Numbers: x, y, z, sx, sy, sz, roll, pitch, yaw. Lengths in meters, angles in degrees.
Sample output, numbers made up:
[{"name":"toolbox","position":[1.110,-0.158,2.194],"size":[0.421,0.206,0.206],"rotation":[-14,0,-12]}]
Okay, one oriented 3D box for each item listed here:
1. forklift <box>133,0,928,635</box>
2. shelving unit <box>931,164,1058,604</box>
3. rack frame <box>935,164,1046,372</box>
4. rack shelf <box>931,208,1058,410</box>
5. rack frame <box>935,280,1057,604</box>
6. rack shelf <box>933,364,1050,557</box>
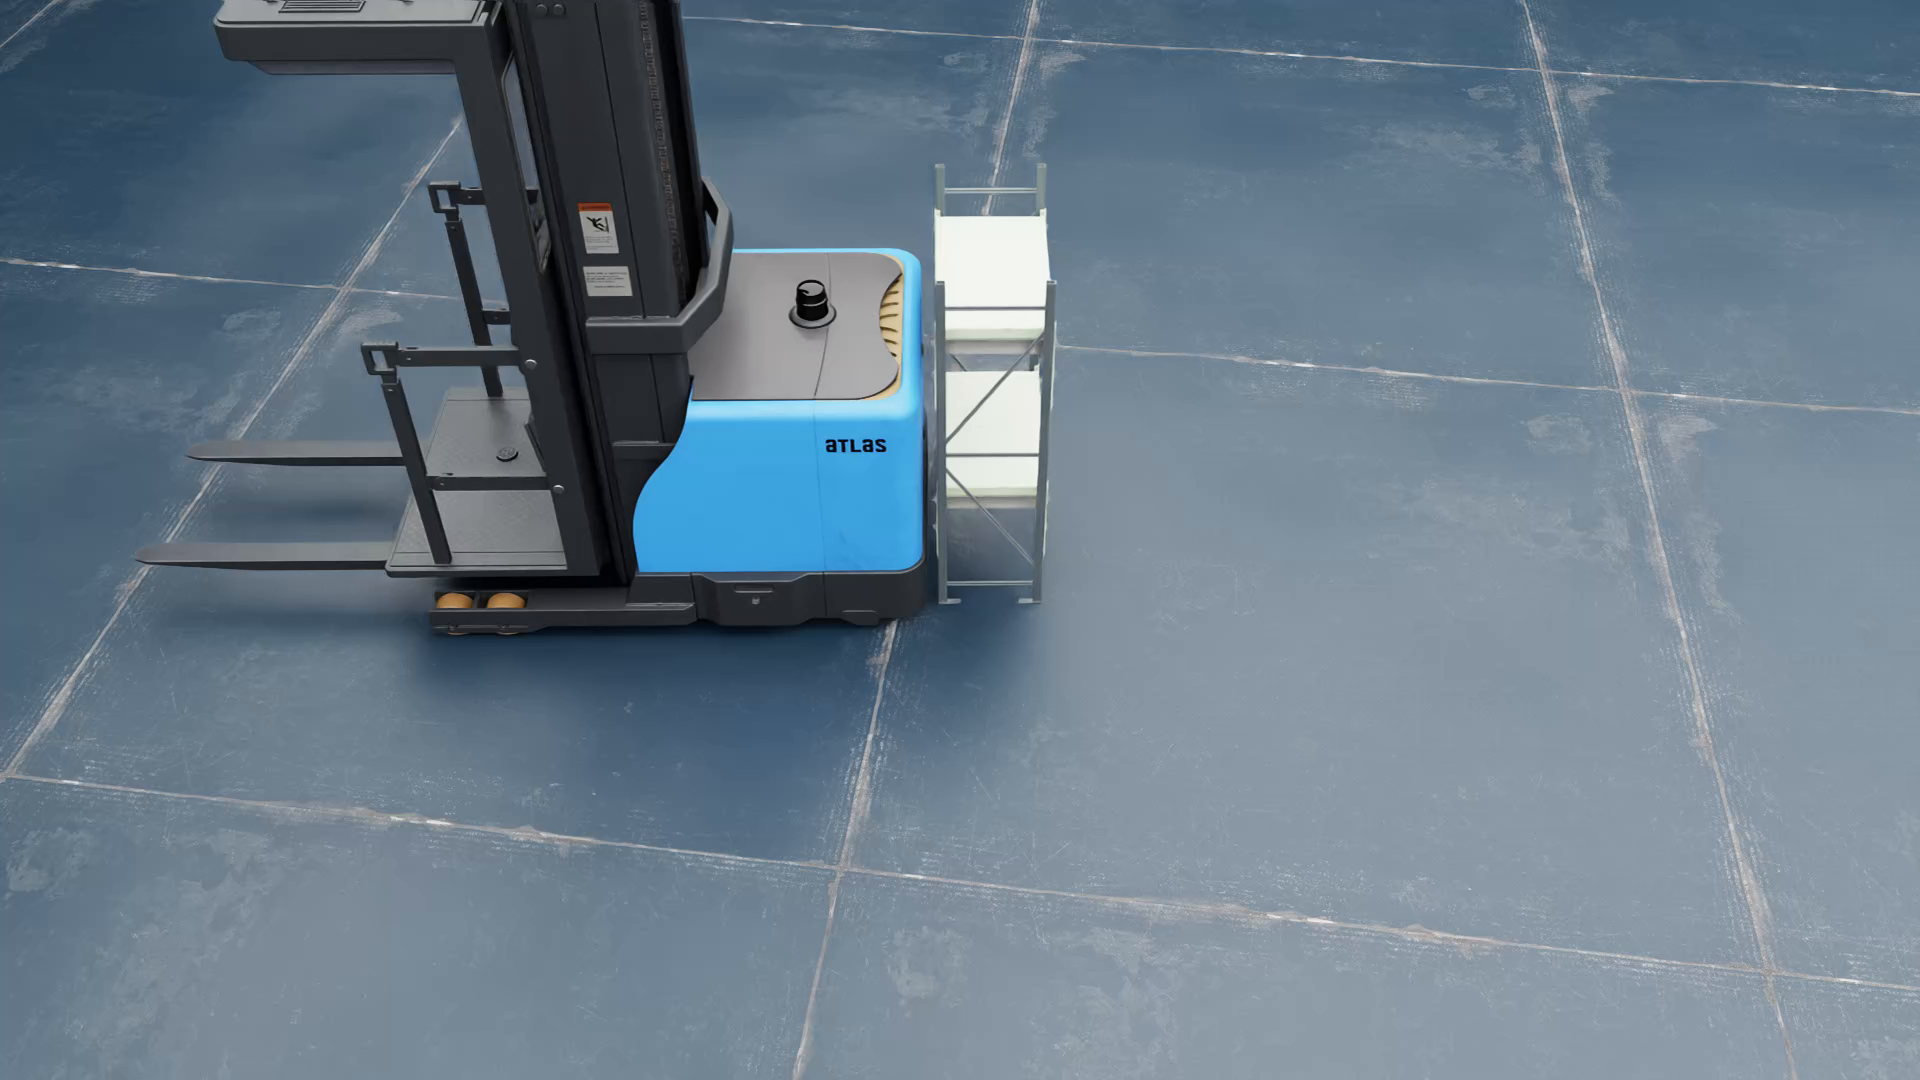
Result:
[{"name":"forklift","position":[-1.647,-1.067,5.746],"size":[3.031,2.935,1.130],"rotation":[0,43,0]},{"name":"shelving unit","position":[0.114,-0.554,6.244],"size":[0.431,1.500,0.755],"rotation":[0,43,0]},{"name":"rack frame","position":[0.111,-0.806,6.510],"size":[0.400,1.500,0.023],"rotation":[0,43,0]},{"name":"rack shelf","position":[0.114,-0.837,5.976],"size":[0.431,0.370,0.720],"rotation":[0,43,0]},{"name":"rack frame","position":[0.117,-0.302,5.978],"size":[0.400,1.500,0.023],"rotation":[0,43,0]},{"name":"rack shelf","position":[0.114,-0.317,6.468],"size":[0.431,0.370,0.720],"rotation":[0,43,0]}]
